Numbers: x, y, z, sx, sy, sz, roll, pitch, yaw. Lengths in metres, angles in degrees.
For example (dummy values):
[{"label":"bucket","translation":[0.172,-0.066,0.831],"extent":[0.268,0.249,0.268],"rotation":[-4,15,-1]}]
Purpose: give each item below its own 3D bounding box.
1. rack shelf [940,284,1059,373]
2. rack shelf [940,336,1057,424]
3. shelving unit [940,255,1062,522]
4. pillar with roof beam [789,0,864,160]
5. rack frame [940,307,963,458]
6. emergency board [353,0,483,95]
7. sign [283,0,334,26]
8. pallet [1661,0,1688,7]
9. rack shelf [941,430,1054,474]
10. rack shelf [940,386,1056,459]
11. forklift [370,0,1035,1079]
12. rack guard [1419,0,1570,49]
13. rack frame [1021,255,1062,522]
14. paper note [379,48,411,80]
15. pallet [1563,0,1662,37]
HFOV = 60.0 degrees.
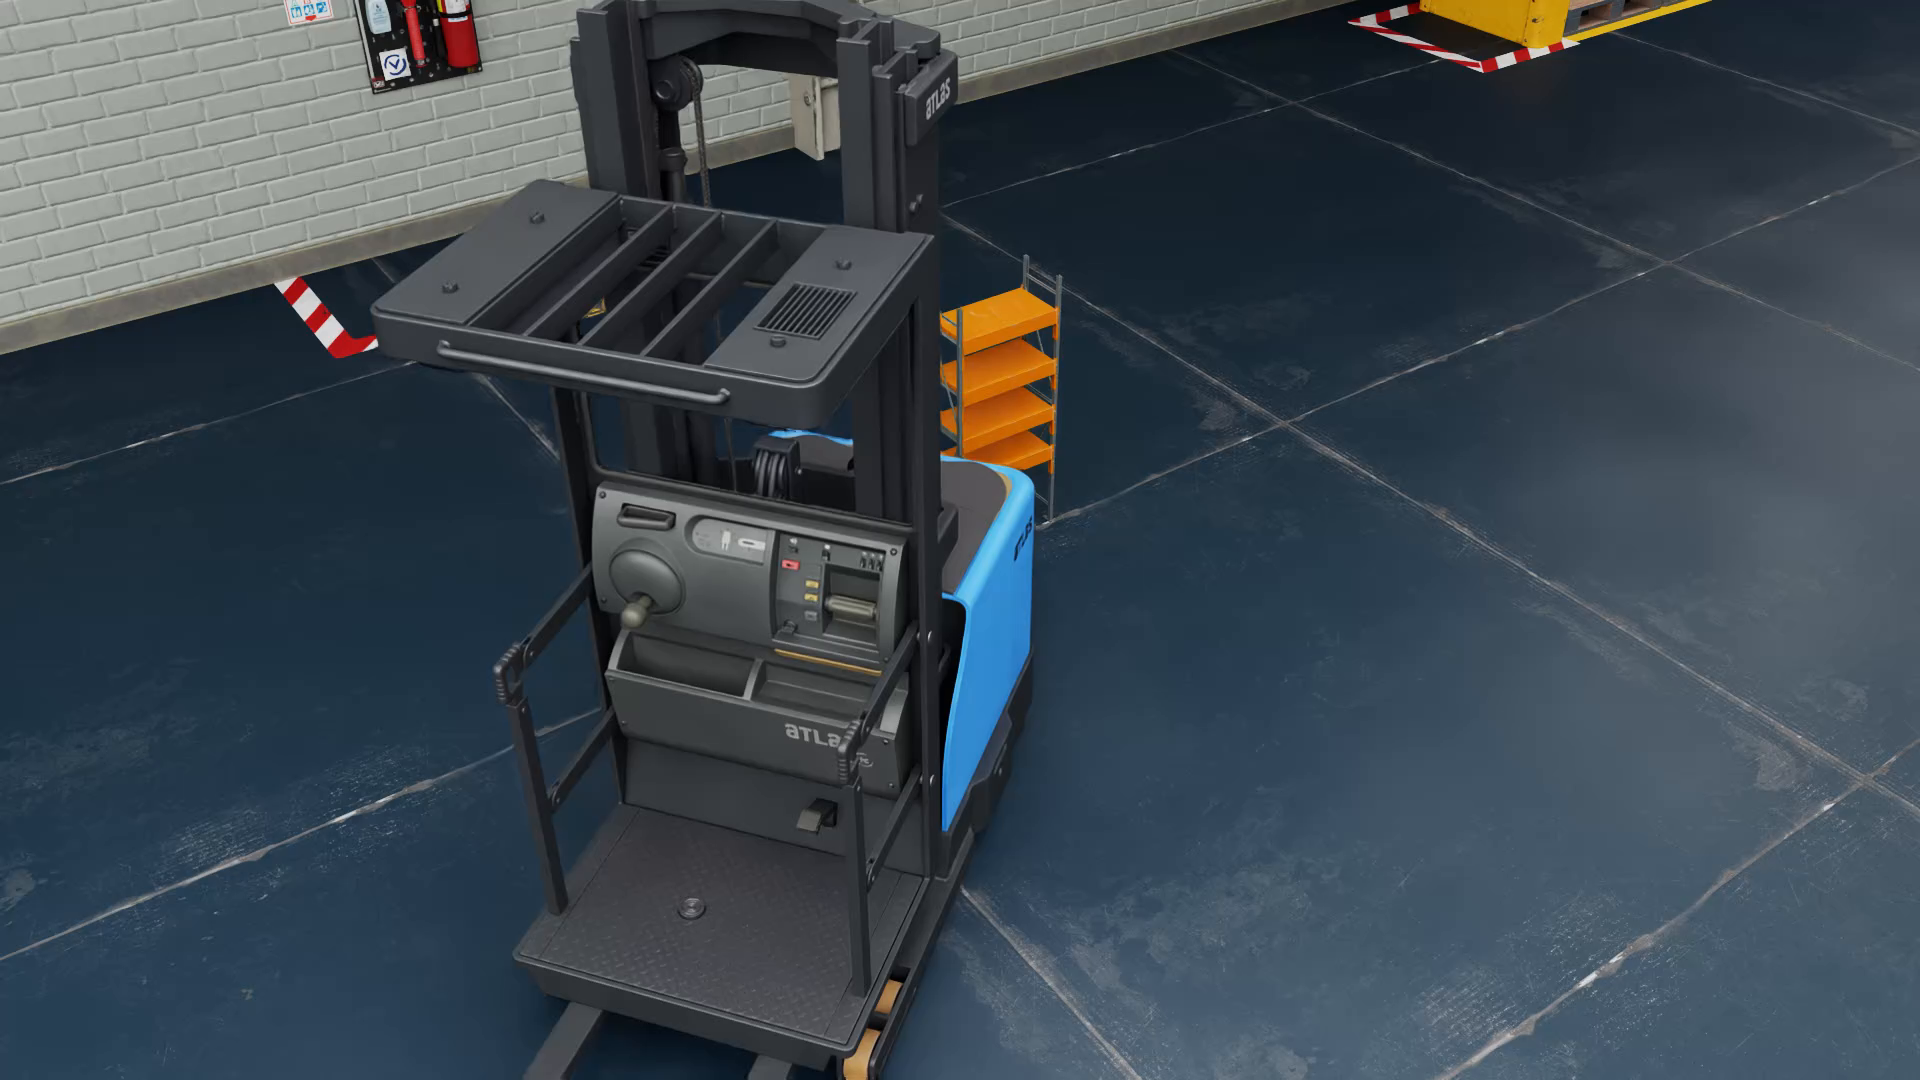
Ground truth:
[{"label":"rack shelf","translation":[0.135,-0.862,6.748],"extent":[0.480,0.148,0.258],"rotation":[-22,41,-28]},{"label":"rack shelf","translation":[0.135,-0.670,6.886],"extent":[0.480,0.148,0.258],"rotation":[-22,41,-28]},{"label":"shelving unit","translation":[0.135,-0.543,6.977],"extent":[0.503,1.200,0.258],"rotation":[-22,41,-28]},{"label":"pillar with roof beam","translation":[1.641,-4.161,5.329],"extent":[0.400,9.000,9.100],"rotation":[-22,41,-28]},{"label":"rack frame","translation":[-0.064,-0.461,6.863],"extent":[0.015,1.200,0.240],"rotation":[-22,41,-28]},{"label":"emergency board","translation":[-2.881,-2.967,8.807],"extent":[0.643,1.169,0.194],"rotation":[-22,41,-28]},{"label":"sign","translation":[-3.392,-2.845,8.606],"extent":[0.234,0.329,0.001],"rotation":[-22,41,-28]},{"label":"pallet","translation":[5.734,-4.708,13.615],"extent":[1.213,0.211,1.003],"rotation":[-22,41,-28]},{"label":"rack shelf","translation":[0.135,-0.327,7.132],"extent":[0.480,0.148,0.258],"rotation":[-22,41,-28]},{"label":"rack shelf","translation":[0.135,-0.488,7.016],"extent":[0.480,0.148,0.258],"rotation":[-22,41,-28]},{"label":"forklift","translation":[-0.670,0.169,4.504],"extent":[1.130,2.935,3.031],"rotation":[11,37,15]},{"label":"rack guard","translation":[4.054,-4.161,12.607],"extent":[0.348,0.500,1.175],"rotation":[-22,41,-28]},{"label":"rack frame","translation":[0.335,-0.625,7.091],"extent":[0.015,1.200,0.240],"rotation":[-22,41,-28]},{"label":"paper note","translation":[-3.065,-2.583,9.027],"extent":[0.142,0.148,0.016],"rotation":[-22,41,-28]},{"label":"pallet","translation":[4.738,-4.300,13.048],"extent":[1.213,0.211,1.003],"rotation":[-22,41,-28]}]
